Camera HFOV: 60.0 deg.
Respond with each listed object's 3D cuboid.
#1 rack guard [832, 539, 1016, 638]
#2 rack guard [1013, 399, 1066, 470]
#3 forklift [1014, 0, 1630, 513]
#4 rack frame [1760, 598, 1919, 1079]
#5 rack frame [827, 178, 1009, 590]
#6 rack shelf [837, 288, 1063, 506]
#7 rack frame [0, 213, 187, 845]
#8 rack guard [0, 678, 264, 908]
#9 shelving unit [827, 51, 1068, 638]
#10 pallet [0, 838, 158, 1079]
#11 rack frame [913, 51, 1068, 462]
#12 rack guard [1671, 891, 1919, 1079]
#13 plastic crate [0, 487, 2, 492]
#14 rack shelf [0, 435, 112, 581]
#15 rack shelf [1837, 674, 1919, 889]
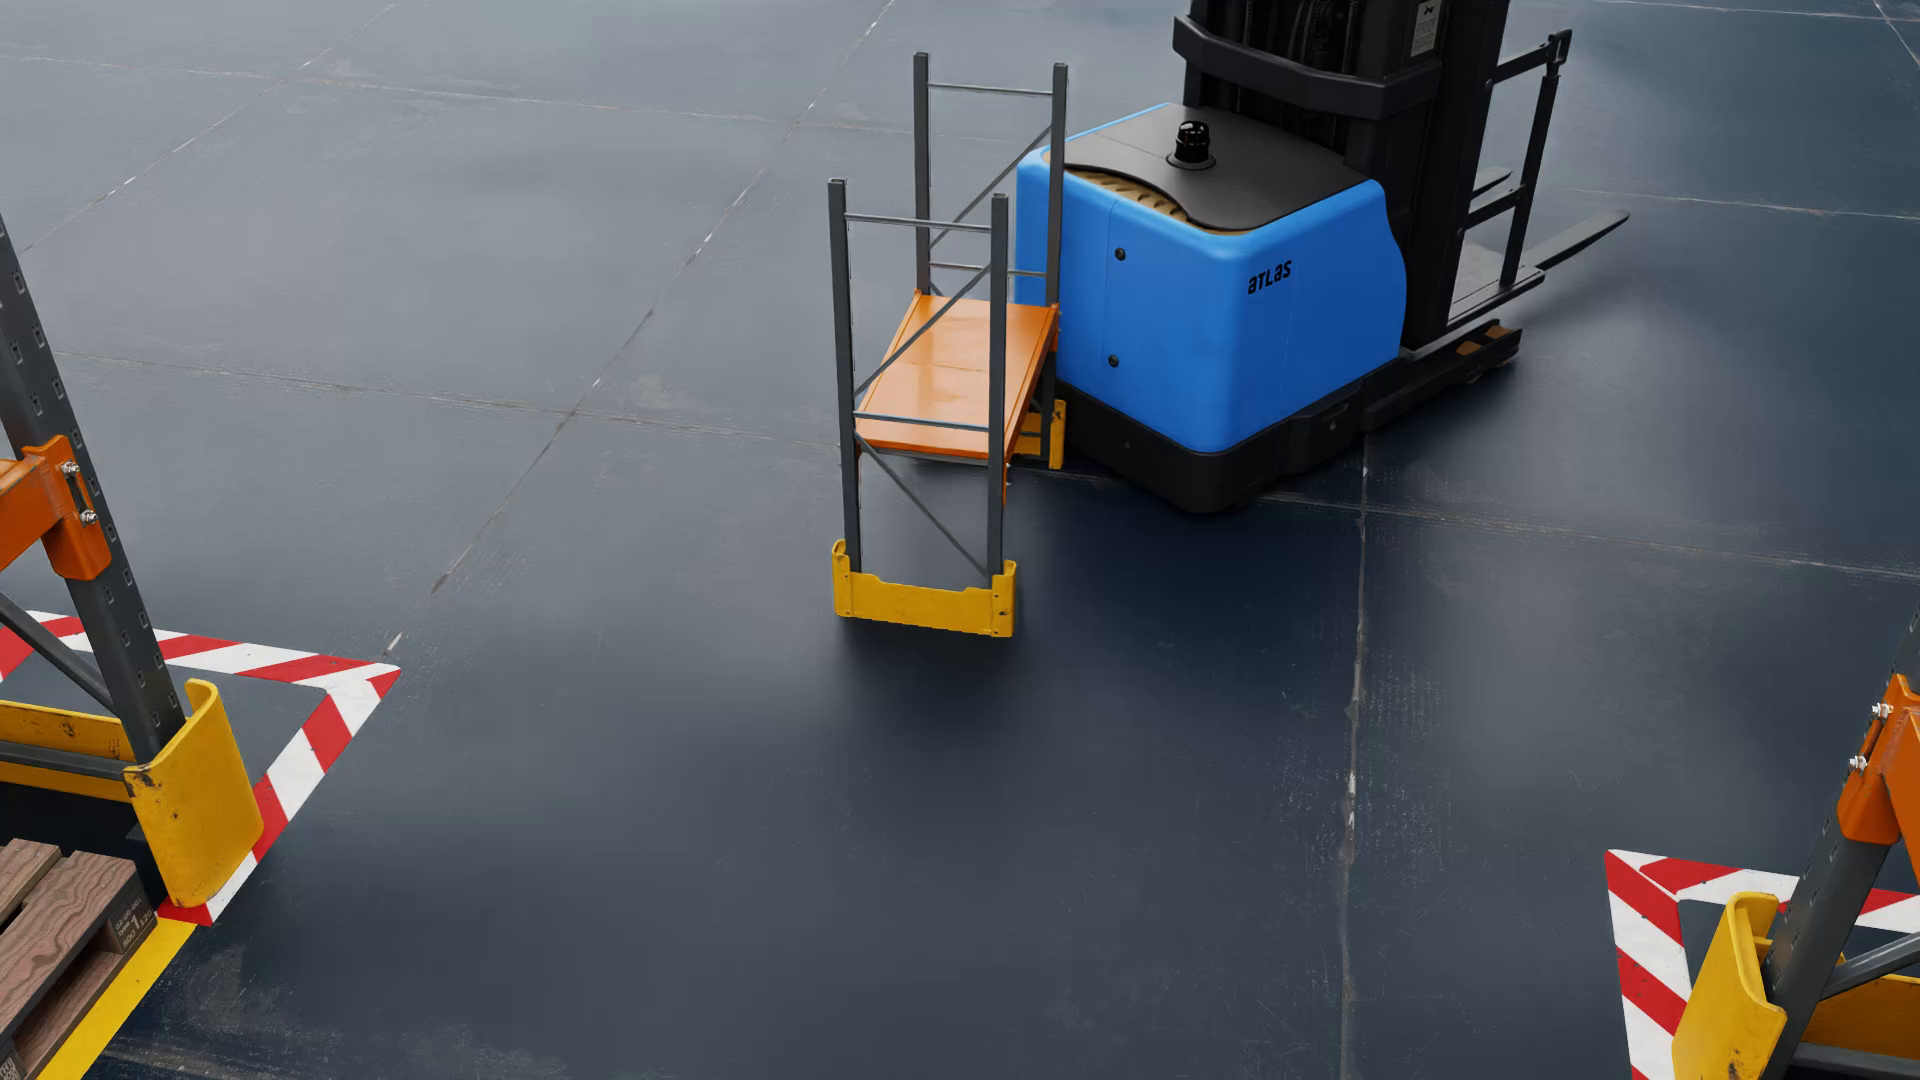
[{"bbox_3d":[-0.115,0.157,5.321,0.587,0.250,0.087,7,37,10],"label":"rack guard"},{"bbox_3d":[0.092,-0.415,6.110,0.587,0.250,0.087,7,37,10],"label":"rack guard"},{"bbox_3d":[1.620,-2.014,6.031,3.031,2.935,1.130,-28,44,-33],"label":"forklift"},{"bbox_3d":[2.274,0.169,2.960,1.000,3.000,0.127,7,37,10],"label":"rack frame"},{"bbox_3d":[-0.115,-0.349,4.953,0.500,1.500,0.032,7,37,10],"label":"rack frame"},{"bbox_3d":[-0.010,-0.495,5.461,0.538,0.185,1.000,7,37,10],"label":"rack shelf"},{"bbox_3d":[-2.564,-0.454,3.820,1.000,3.000,0.127,7,37,10],"label":"rack frame"},{"bbox_3d":[-2.534,0.608,4.485,1.175,0.500,0.348,7,37,10],"label":"rack guard"},{"bbox_3d":[-0.011,-0.635,5.349,0.587,1.500,1.083,7,37,10],"label":"shelving unit"},{"bbox_3d":[-2.713,1.190,3.928,1.003,0.211,1.213,7,37,10],"label":"pallet"},{"bbox_3d":[0.096,-0.932,5.758,0.500,1.500,0.032,7,37,10],"label":"rack frame"},{"bbox_3d":[2.280,1.168,3.713,1.175,0.500,0.348,7,37,10],"label":"rack guard"},{"bbox_3d":[-2.378,-0.069,3.416,0.499,0.251,0.616,7,37,10],"label":"plastic crate"},{"bbox_3d":[-2.991,0.984,2.449,1.077,0.370,4.000,7,37,10],"label":"rack shelf"},{"bbox_3d":[1.847,1.607,1.589,1.077,0.370,4.000,7,37,10],"label":"rack shelf"}]
